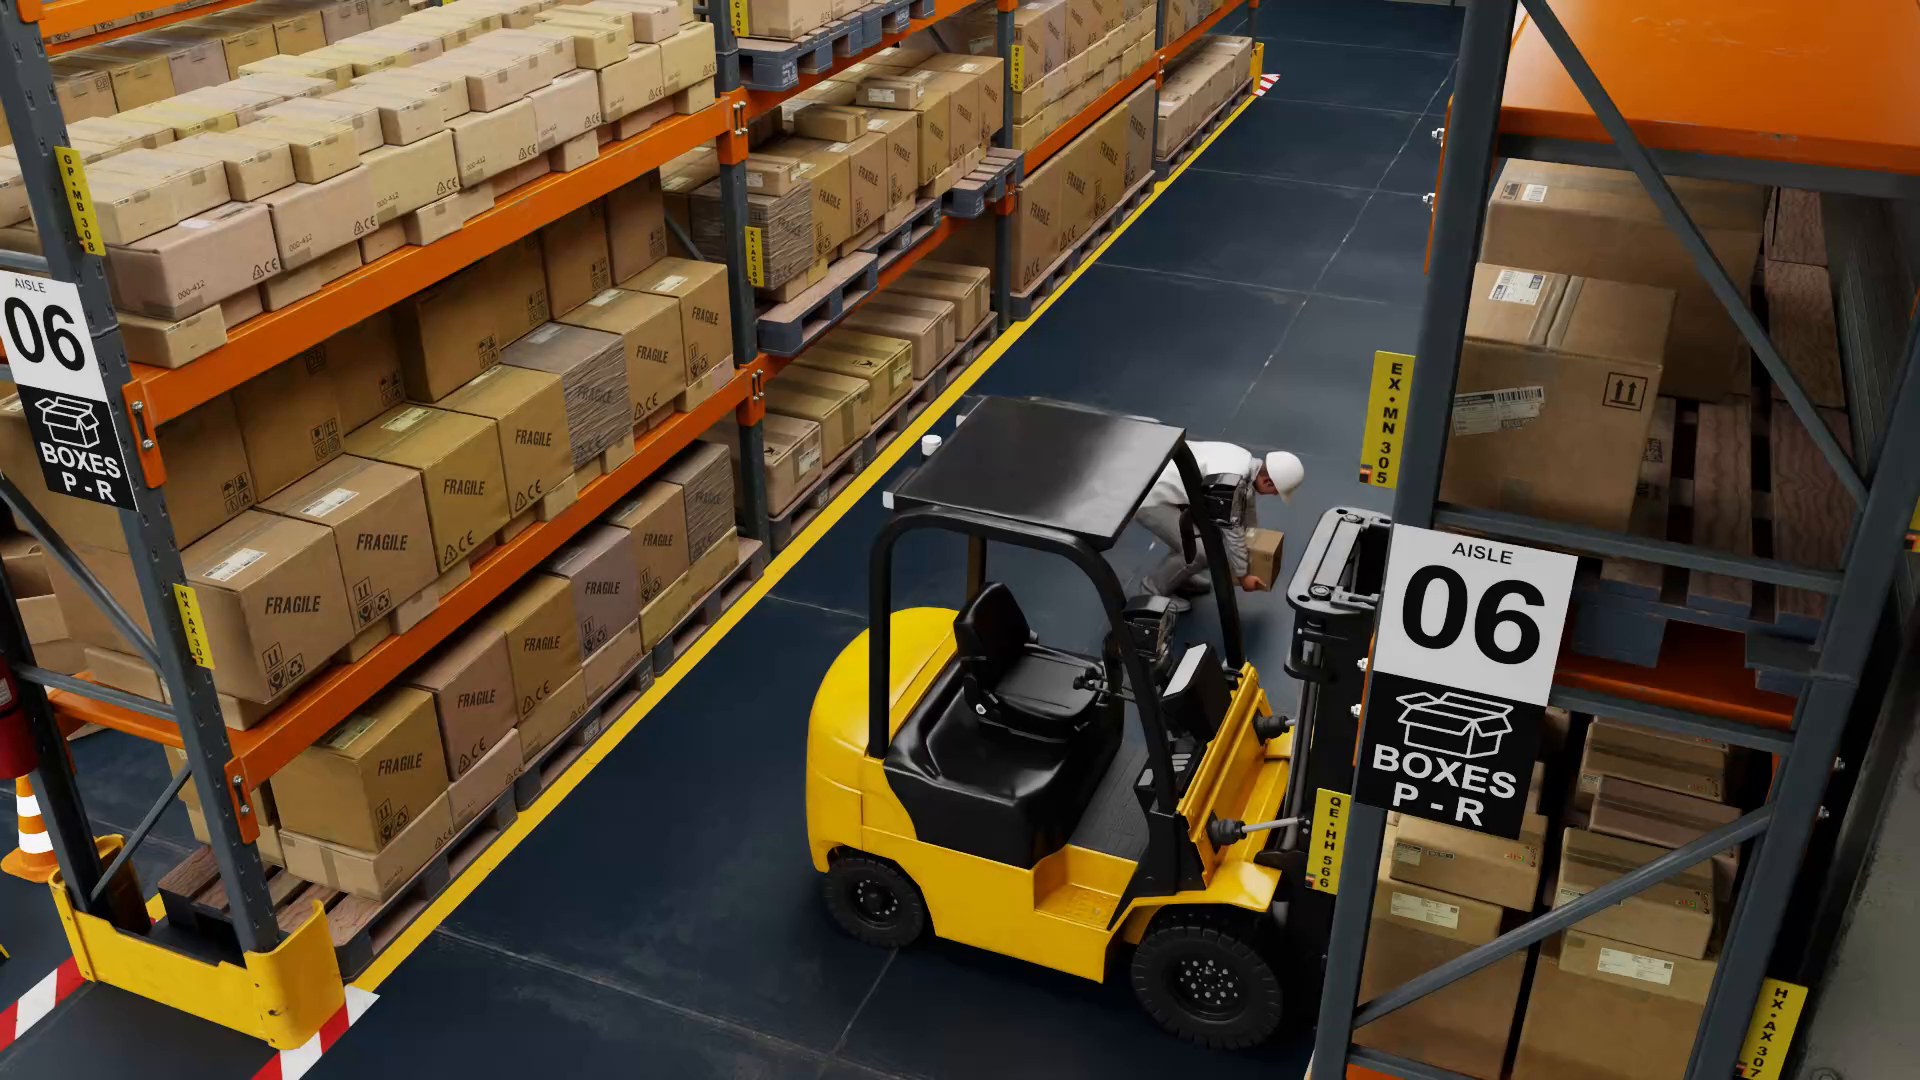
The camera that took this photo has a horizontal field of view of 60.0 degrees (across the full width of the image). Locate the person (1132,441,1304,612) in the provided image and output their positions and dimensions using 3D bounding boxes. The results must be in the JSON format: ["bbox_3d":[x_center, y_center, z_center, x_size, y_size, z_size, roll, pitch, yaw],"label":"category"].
[{"bbox_3d":[1.387,-0.086,9.317,0.991,0.997,0.505,10,31,17],"label":"person"}]
